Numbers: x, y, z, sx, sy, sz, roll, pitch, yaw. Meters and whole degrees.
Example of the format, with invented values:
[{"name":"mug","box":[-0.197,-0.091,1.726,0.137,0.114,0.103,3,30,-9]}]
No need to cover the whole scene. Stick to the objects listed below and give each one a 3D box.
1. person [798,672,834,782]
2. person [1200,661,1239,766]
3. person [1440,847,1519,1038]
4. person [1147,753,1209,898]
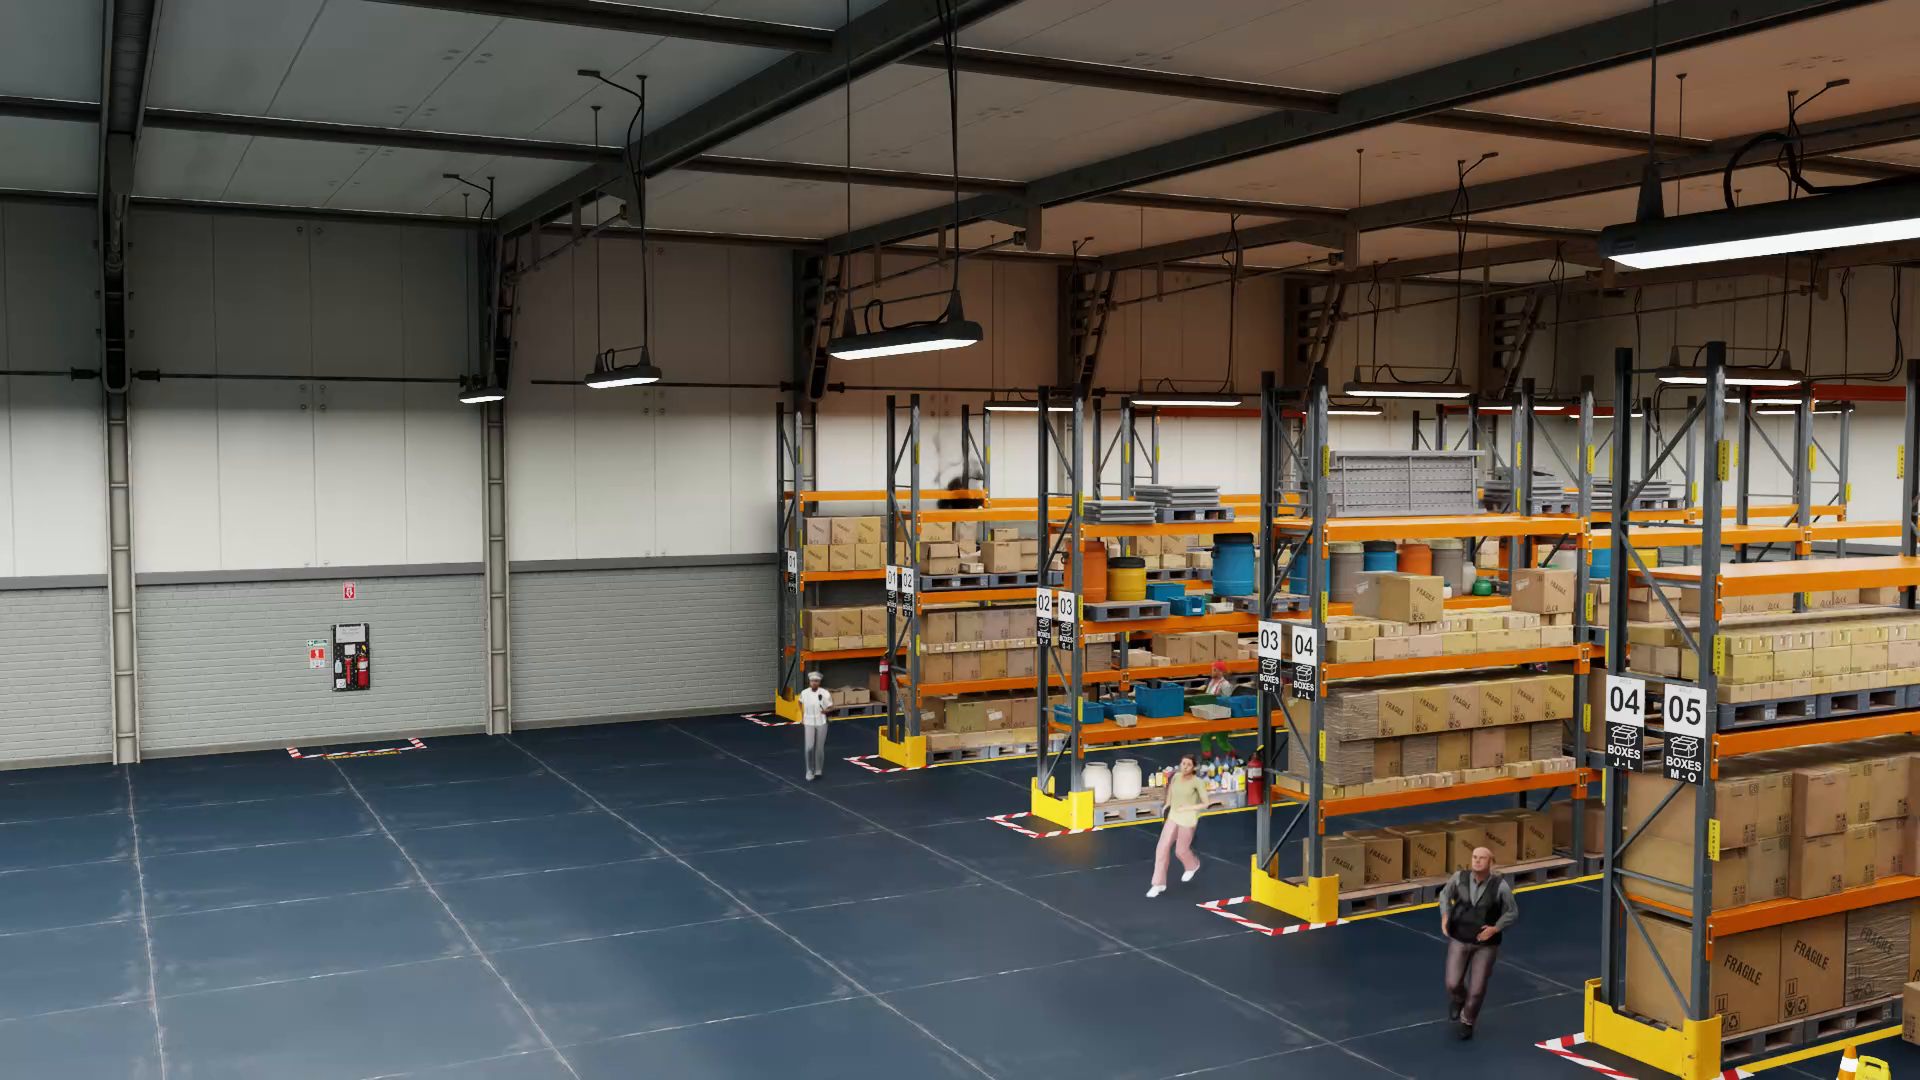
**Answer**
[{"name":"person","box":[-2.231,2.875,25.674,0.579,1.710,0.704,0,3,0]},{"name":"person","box":[4.022,2.795,25.917,0.814,1.824,0.640,-2,4,-26]},{"name":"person","box":[4.507,3.507,14.520,0.691,1.677,0.531,2,4,28]},{"name":"person","box":[2.599,3.267,19.161,0.608,1.662,0.841,3,4,39]}]
